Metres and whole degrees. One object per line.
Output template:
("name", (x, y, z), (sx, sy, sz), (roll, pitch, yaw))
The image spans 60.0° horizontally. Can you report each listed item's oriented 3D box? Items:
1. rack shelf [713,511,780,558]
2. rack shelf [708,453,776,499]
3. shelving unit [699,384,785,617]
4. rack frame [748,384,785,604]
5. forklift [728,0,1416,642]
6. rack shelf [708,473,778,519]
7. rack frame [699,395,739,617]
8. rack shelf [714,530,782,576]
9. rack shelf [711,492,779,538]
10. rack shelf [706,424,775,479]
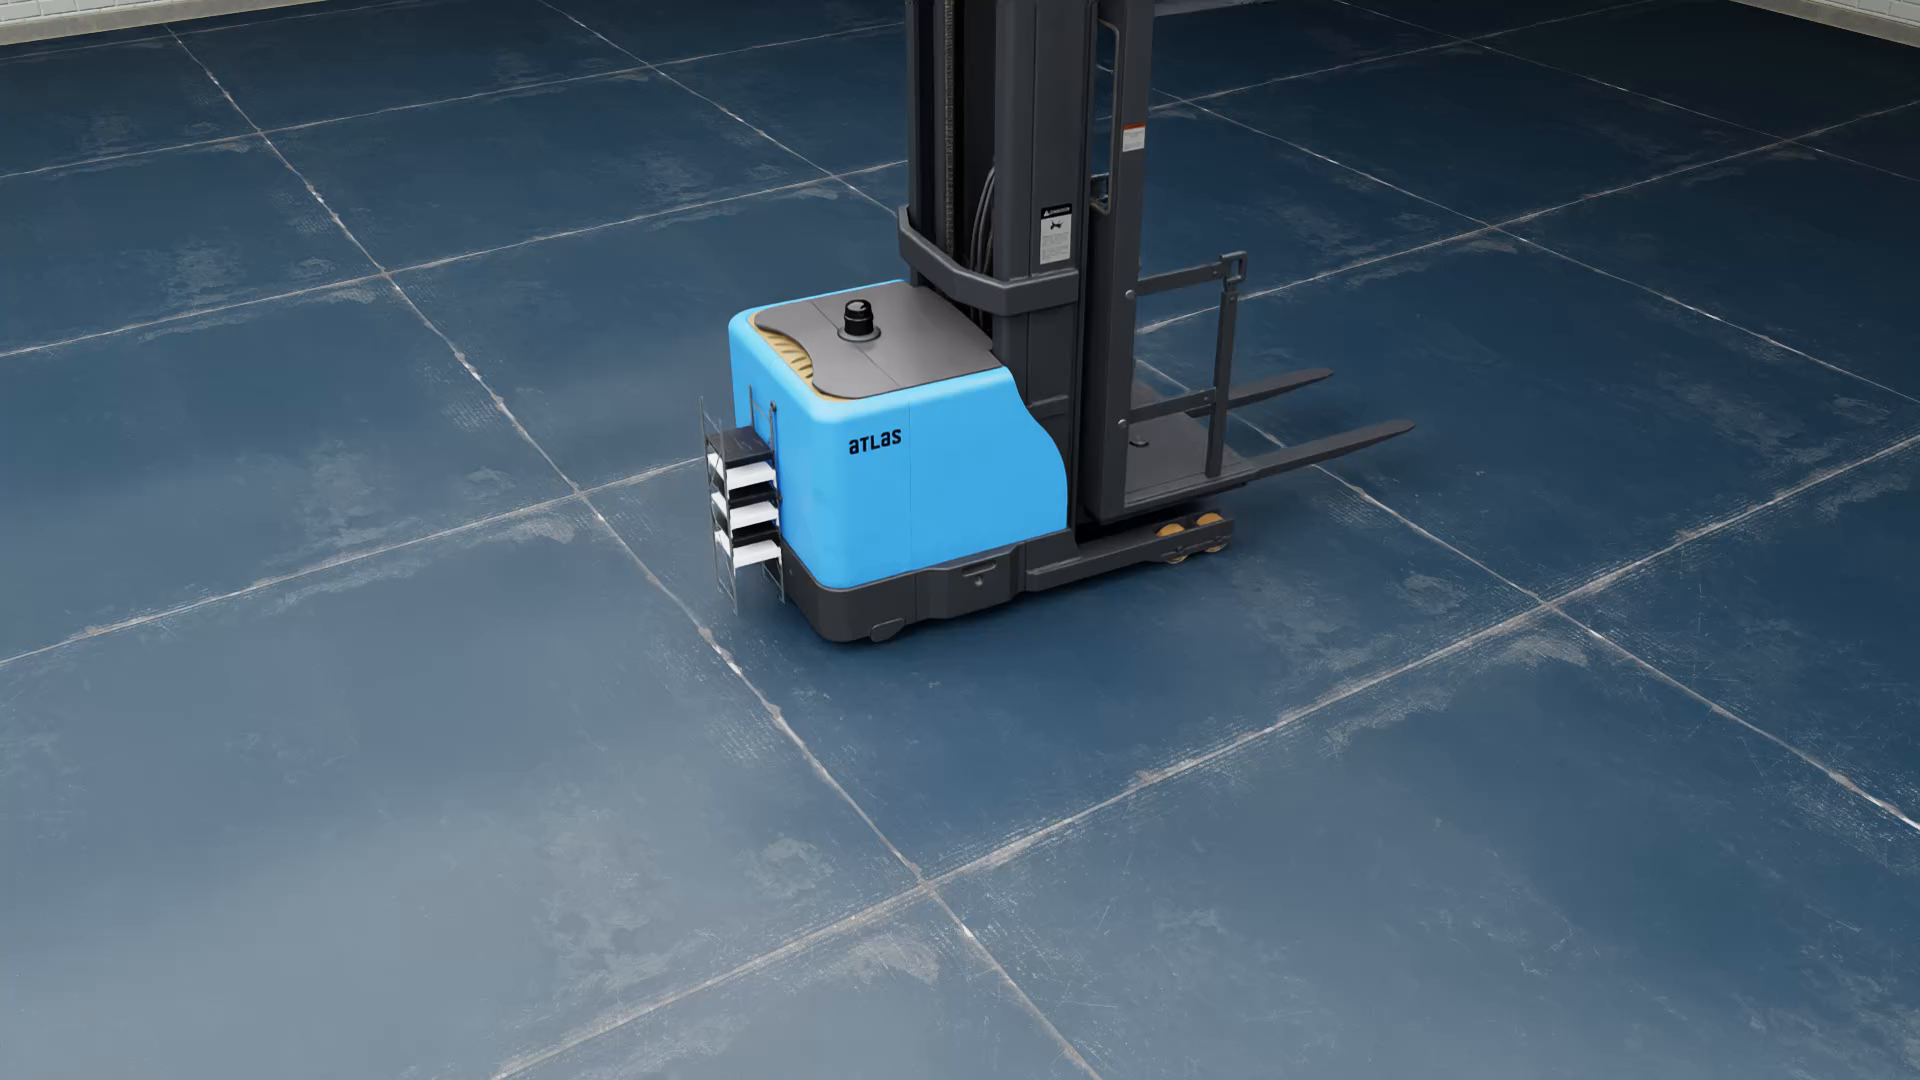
("rack shelf", (-0.866, -0.045, 6.709), (0.200, 0.077, 0.258), (-15, 35, -22))
("rack shelf", (-0.866, -0.273, 6.565), (0.200, 0.077, 0.258), (-15, 35, -22))
("shelving unit", (-0.866, -0.149, 6.643), (0.210, 0.900, 0.258), (-15, 35, -22))
("rack frame", (-0.775, -0.174, 6.682), (0.006, 0.900, 0.240), (-15, 35, -22))
("forklift", (0.605, -1.376, 6.683), (3.031, 2.935, 1.130), (-15, 35, -22))
("rack shelf", (-0.866, -0.197, 6.613), (0.200, 0.077, 0.258), (-15, 35, -22))
("rack frame", (-0.956, -0.125, 6.605), (0.006, 0.900, 0.240), (-15, 35, -22))
("rack shelf", (-0.866, 0.031, 6.757), (0.200, 0.077, 0.258), (-15, 35, -22))
("rack shelf", (-0.866, -0.121, 6.661), (0.200, 0.077, 0.258), (-15, 35, -22))
("rack shelf", (-0.866, -0.350, 6.517), (0.200, 0.077, 0.258), (-15, 35, -22))
